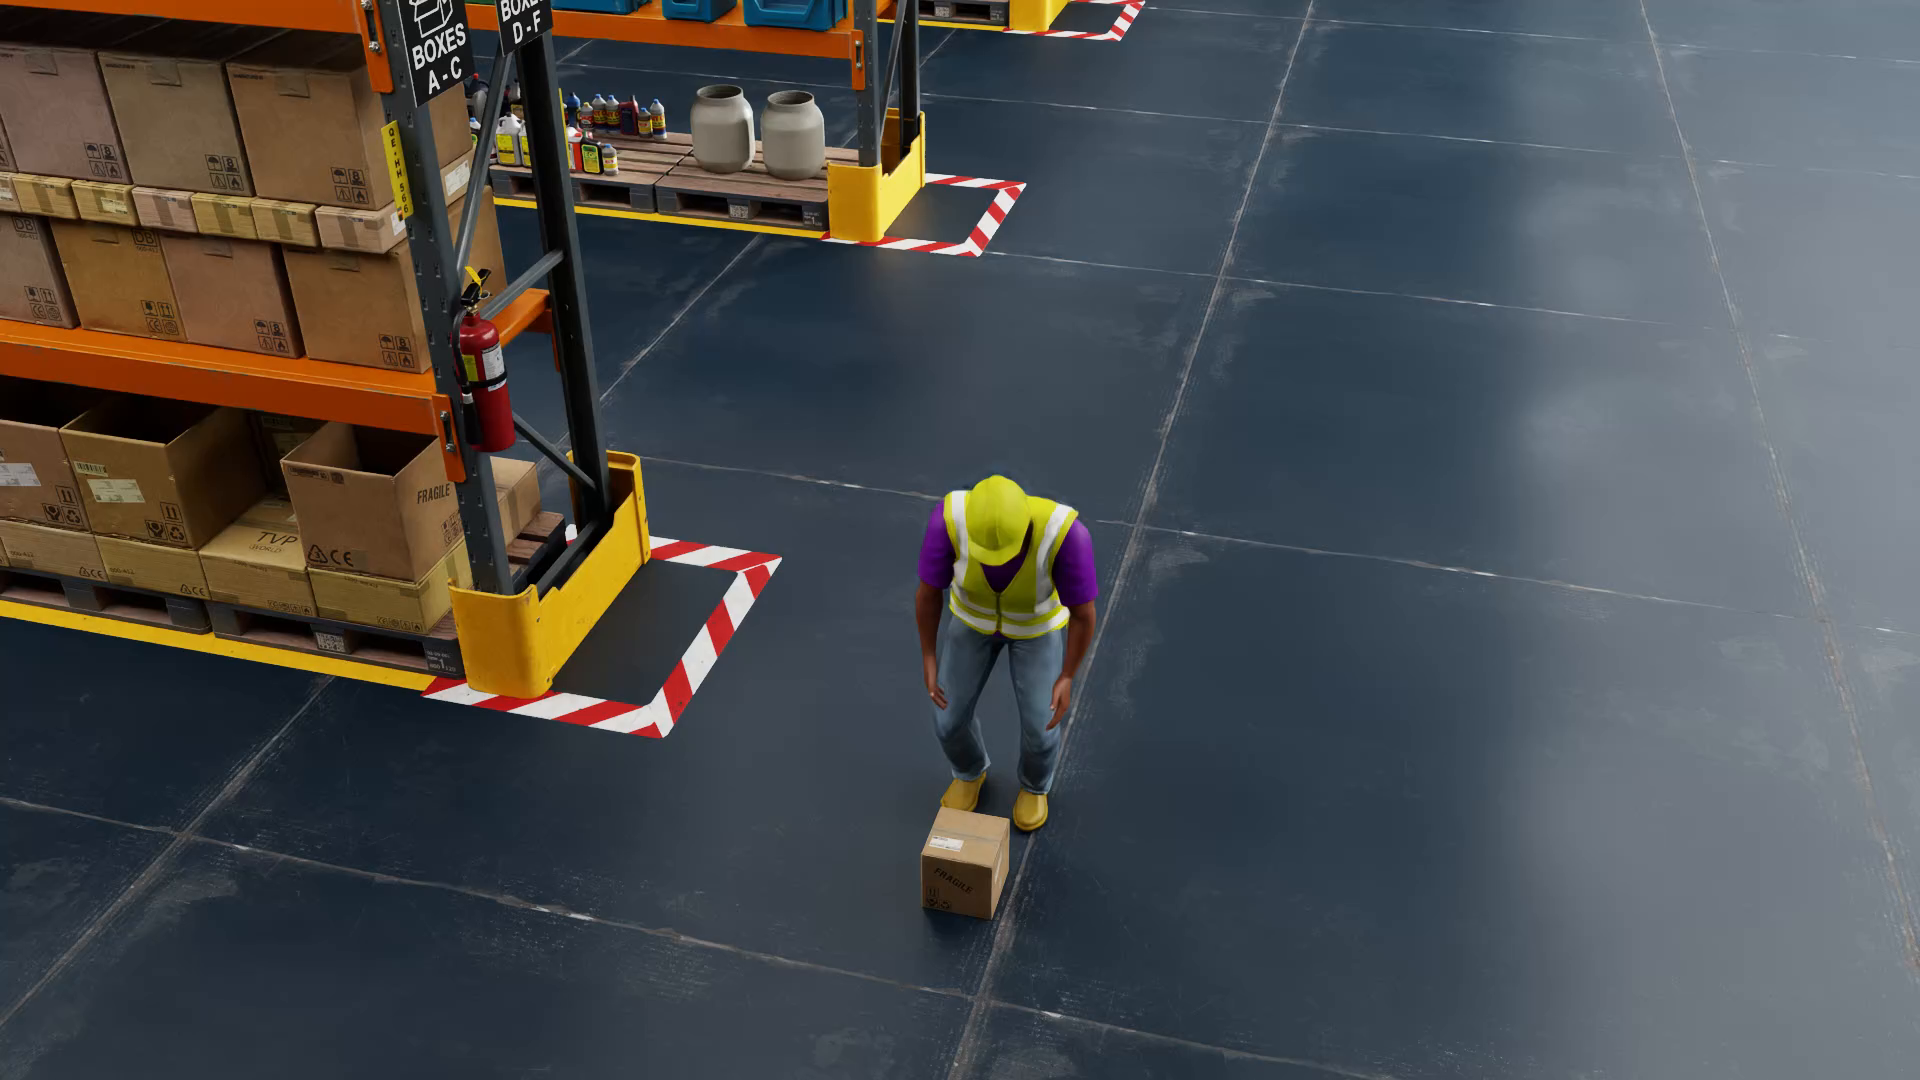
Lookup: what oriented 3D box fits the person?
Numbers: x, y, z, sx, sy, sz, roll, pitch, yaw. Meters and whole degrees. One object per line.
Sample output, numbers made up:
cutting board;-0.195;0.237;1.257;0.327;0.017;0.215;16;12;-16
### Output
person;0.168;0.354;5.771;0.625;1.543;0.666;8;34;13
